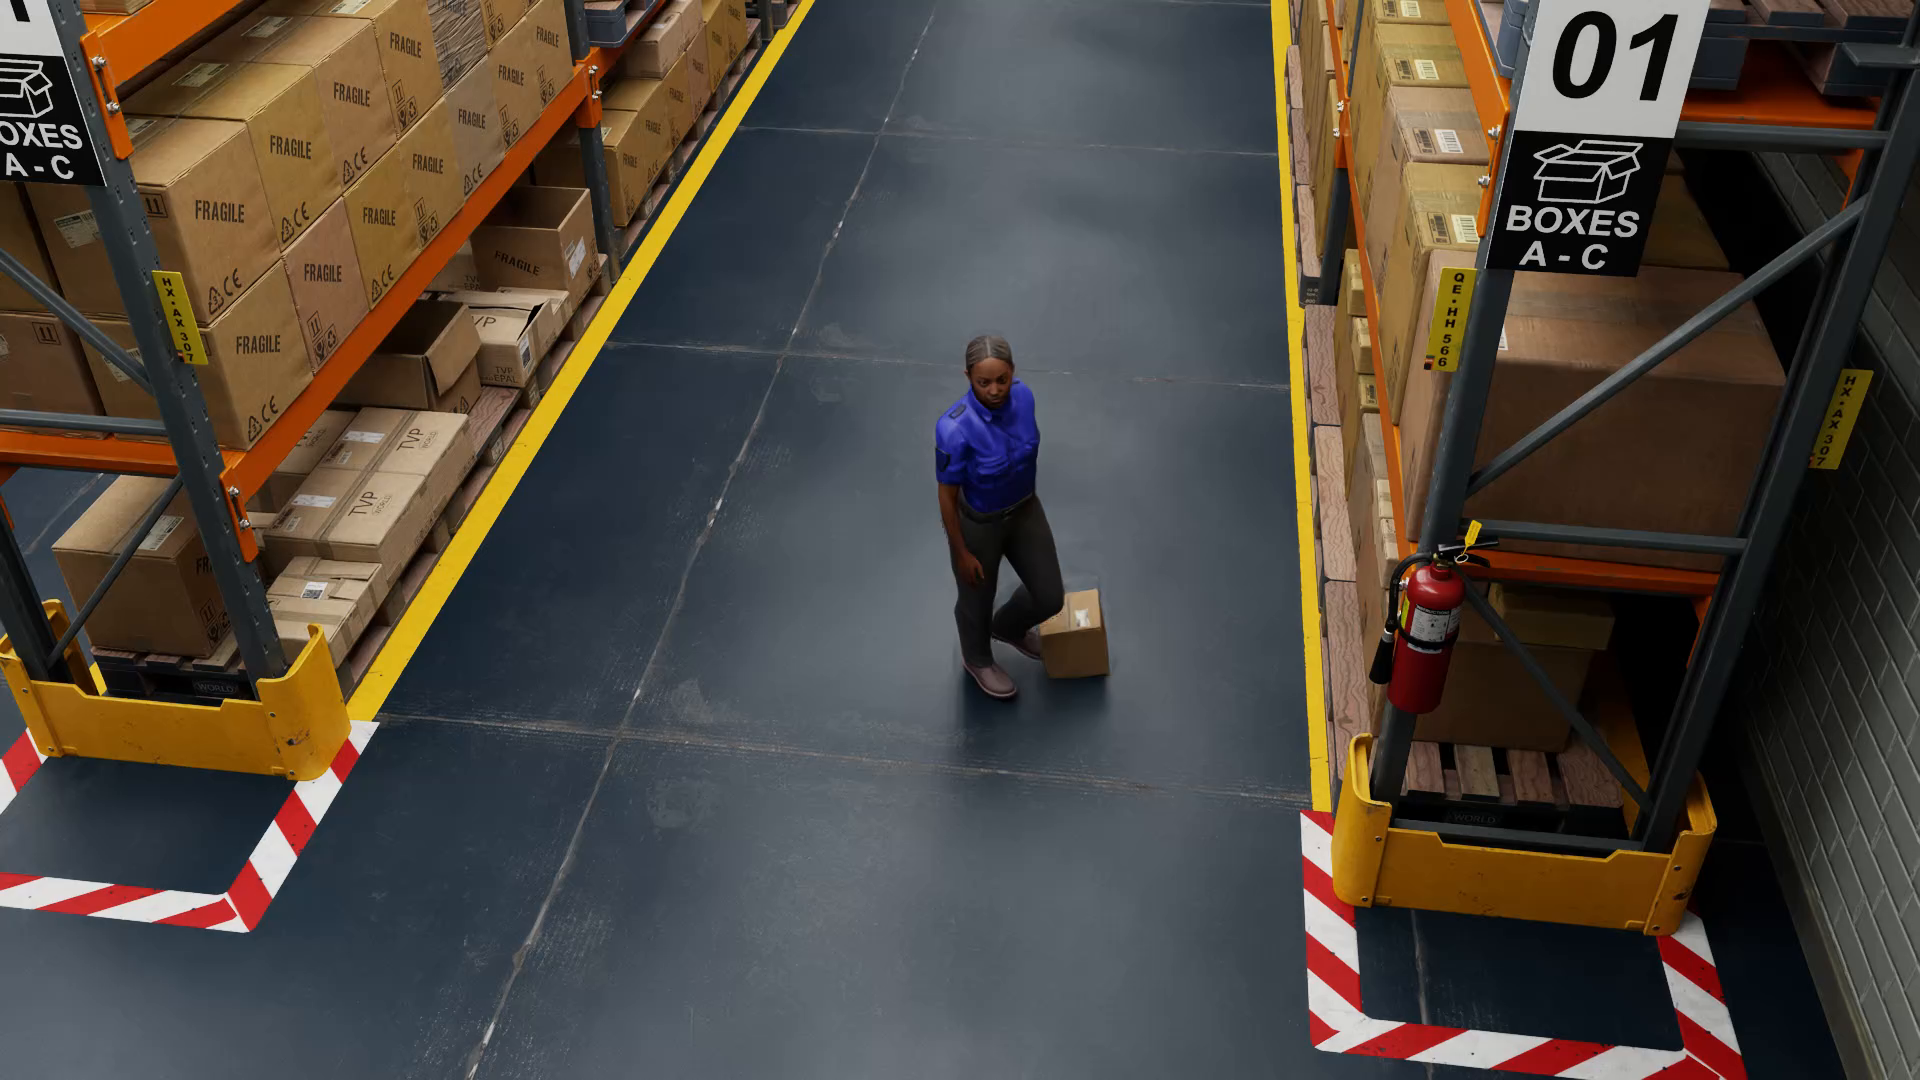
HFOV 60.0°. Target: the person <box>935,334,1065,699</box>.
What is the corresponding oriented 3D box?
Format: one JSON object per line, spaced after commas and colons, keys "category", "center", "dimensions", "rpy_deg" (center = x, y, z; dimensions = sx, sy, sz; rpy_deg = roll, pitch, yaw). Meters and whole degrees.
{"category": "person", "center": [0.156, -0.067, 6.220], "dimensions": [0.572, 1.646, 0.418], "rpy_deg": [-23, 42, -28]}
